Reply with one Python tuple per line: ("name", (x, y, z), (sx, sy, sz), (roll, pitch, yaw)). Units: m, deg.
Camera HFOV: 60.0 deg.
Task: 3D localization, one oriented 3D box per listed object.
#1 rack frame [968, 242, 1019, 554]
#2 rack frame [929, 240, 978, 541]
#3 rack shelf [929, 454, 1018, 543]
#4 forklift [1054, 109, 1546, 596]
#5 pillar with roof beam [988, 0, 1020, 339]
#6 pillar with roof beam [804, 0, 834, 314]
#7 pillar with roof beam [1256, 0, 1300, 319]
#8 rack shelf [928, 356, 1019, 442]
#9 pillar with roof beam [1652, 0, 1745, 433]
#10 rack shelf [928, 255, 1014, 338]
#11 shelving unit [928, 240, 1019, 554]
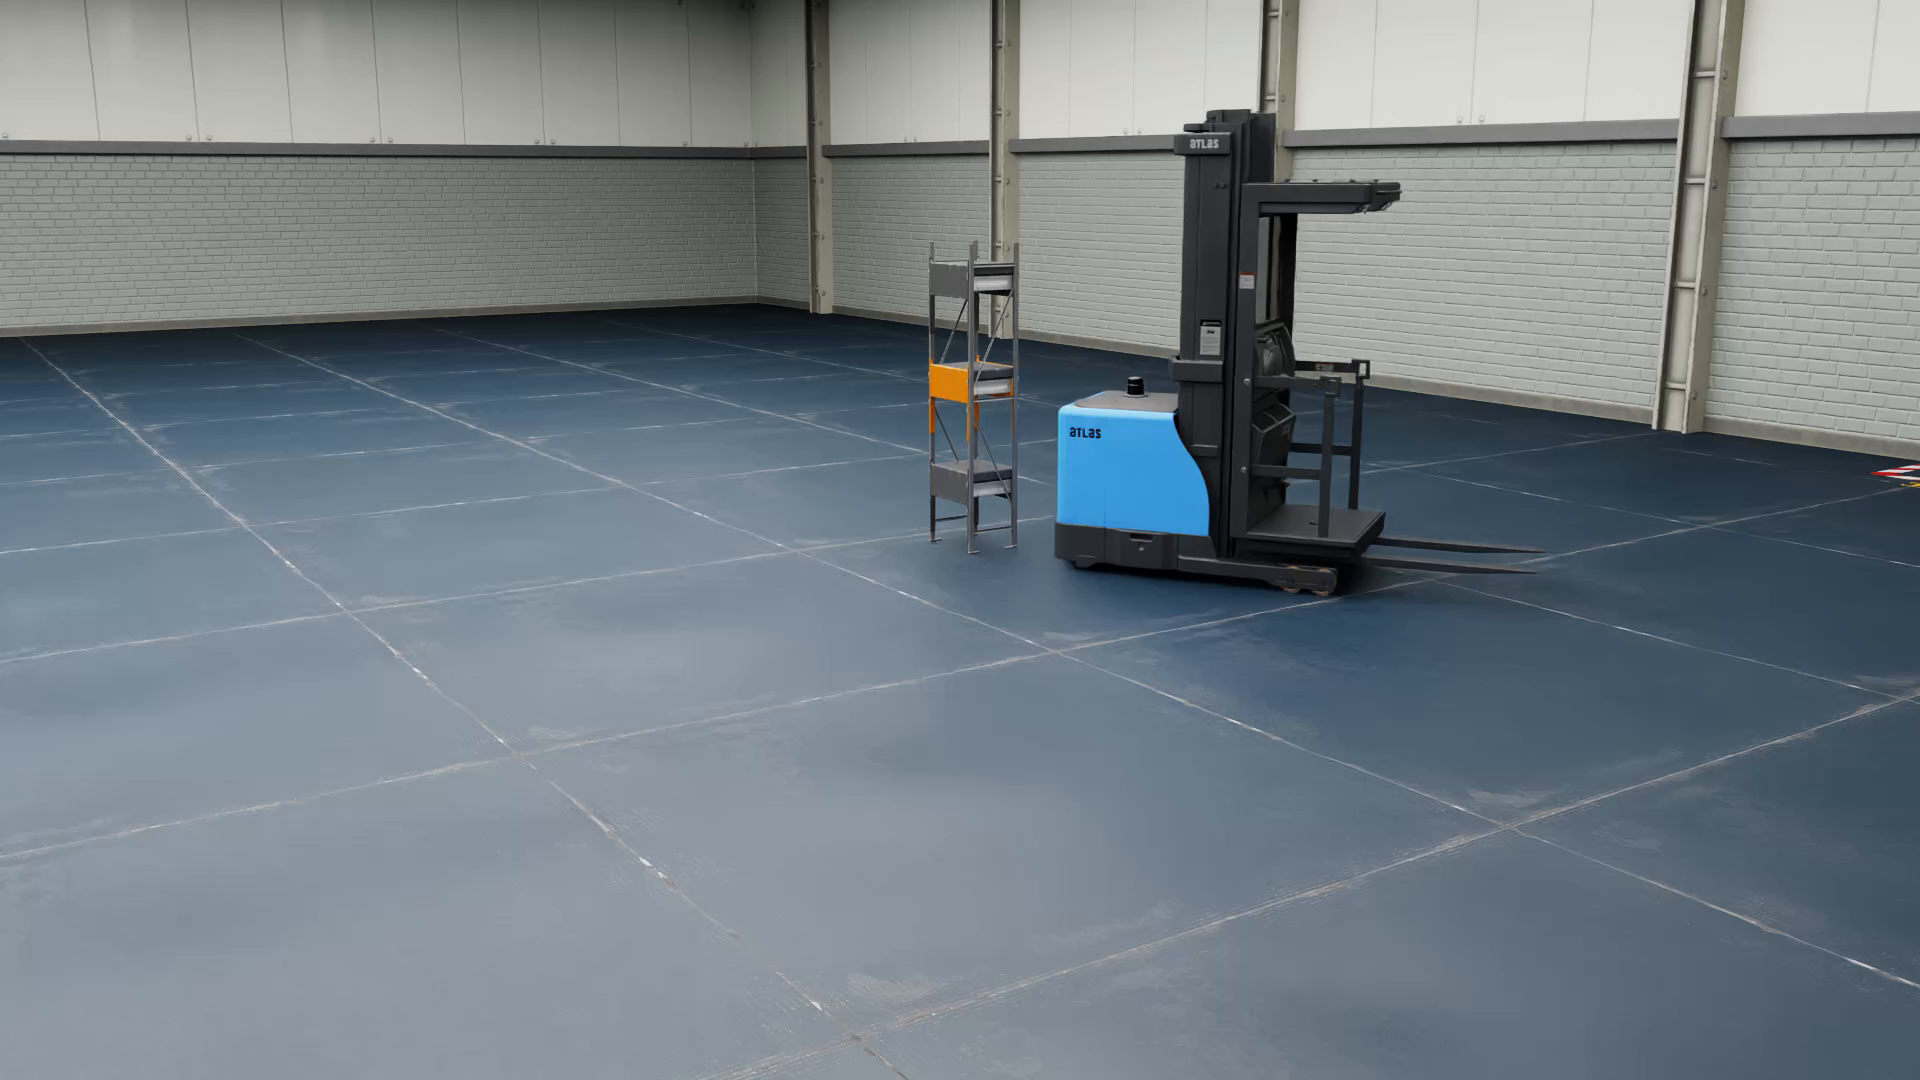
("rack frame", (0.227, -0.953, 11.304), (0.400, 2.100, 0.015), (-8, 15, -33))
("rack frame", (-0.043, -1.040, 11.701), (0.400, 2.100, 0.015), (-8, 15, -33))
("rack shelf", (0.092, -0.299, 11.655), (0.431, 0.518, 0.480), (-8, 15, -33))
("forklift", (2.190, -1.215, 10.557), (3.031, 2.935, 1.130), (5, 13, 23))
("pillar with roof beam", (-2.889, -7.148, 23.484), (9.100, 9.000, 0.400), (-8, 15, -33))
("pillar with roof beam", (-6.214, -8.215, 28.363), (9.100, 9.000, 0.400), (-8, 15, -33))
("pillar with roof beam", (0.435, -6.081, 18.604), (9.100, 9.000, 0.400), (-8, 15, -33))
("rack shelf", (0.092, -0.983, 11.506), (0.431, 0.518, 0.480), (-8, 15, -33))
("pillar with roof beam", (3.759, -5.014, 13.724), (9.100, 9.000, 0.400), (-8, 15, -33))
("rack shelf", (0.092, -1.667, 11.356), (0.431, 0.518, 0.480), (-8, 15, -33))
("shelving unit", (0.092, -0.996, 11.503), (0.431, 2.100, 0.503), (-8, 15, -33))
